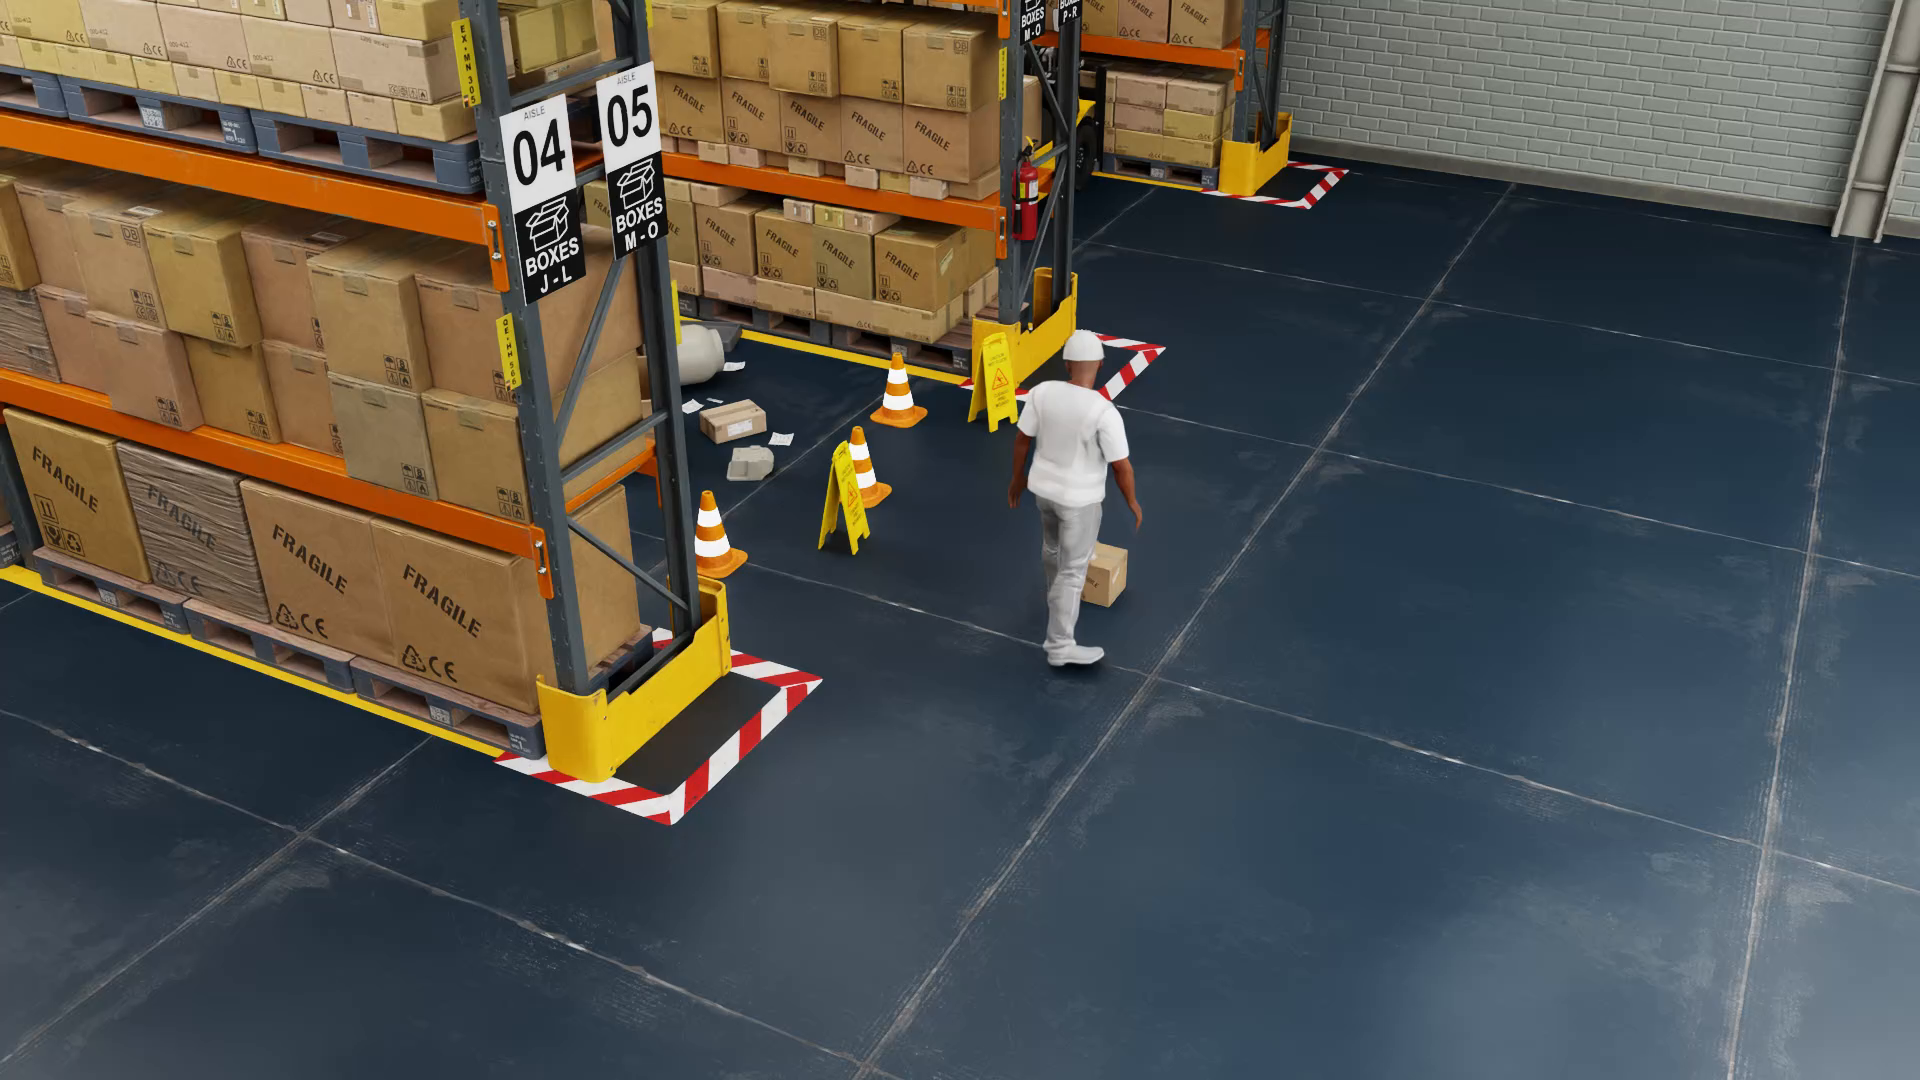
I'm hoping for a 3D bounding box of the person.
[{"bbox_3d":[0.570,-0.244,8.674,0.677,1.765,0.771,18,34,28],"label":"person"}]
